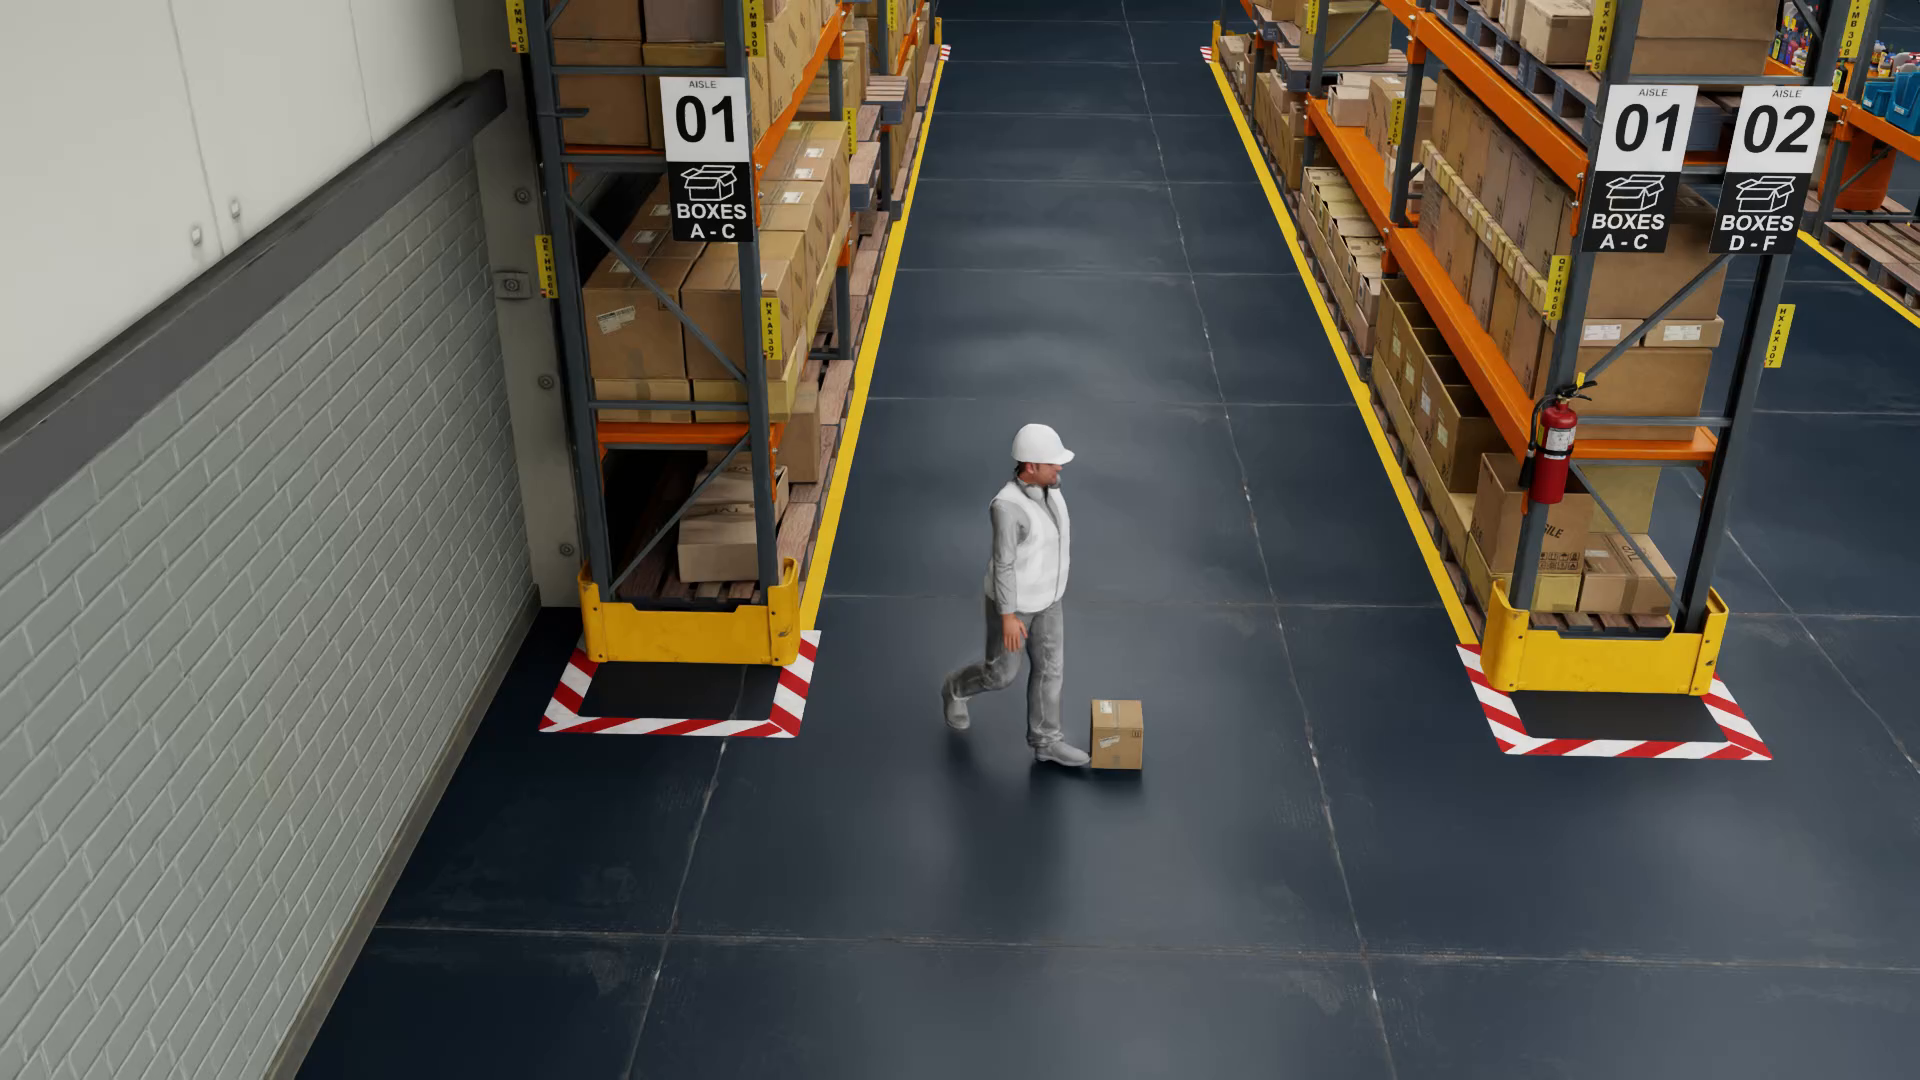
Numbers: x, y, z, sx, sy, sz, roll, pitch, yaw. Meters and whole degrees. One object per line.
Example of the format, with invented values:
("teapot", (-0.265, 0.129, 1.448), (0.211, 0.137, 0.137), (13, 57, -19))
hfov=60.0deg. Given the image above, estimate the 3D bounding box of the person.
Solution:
("person", (0.280, 0.259, 8.109), (0.871, 1.760, 0.613), (18, 33, 30))
